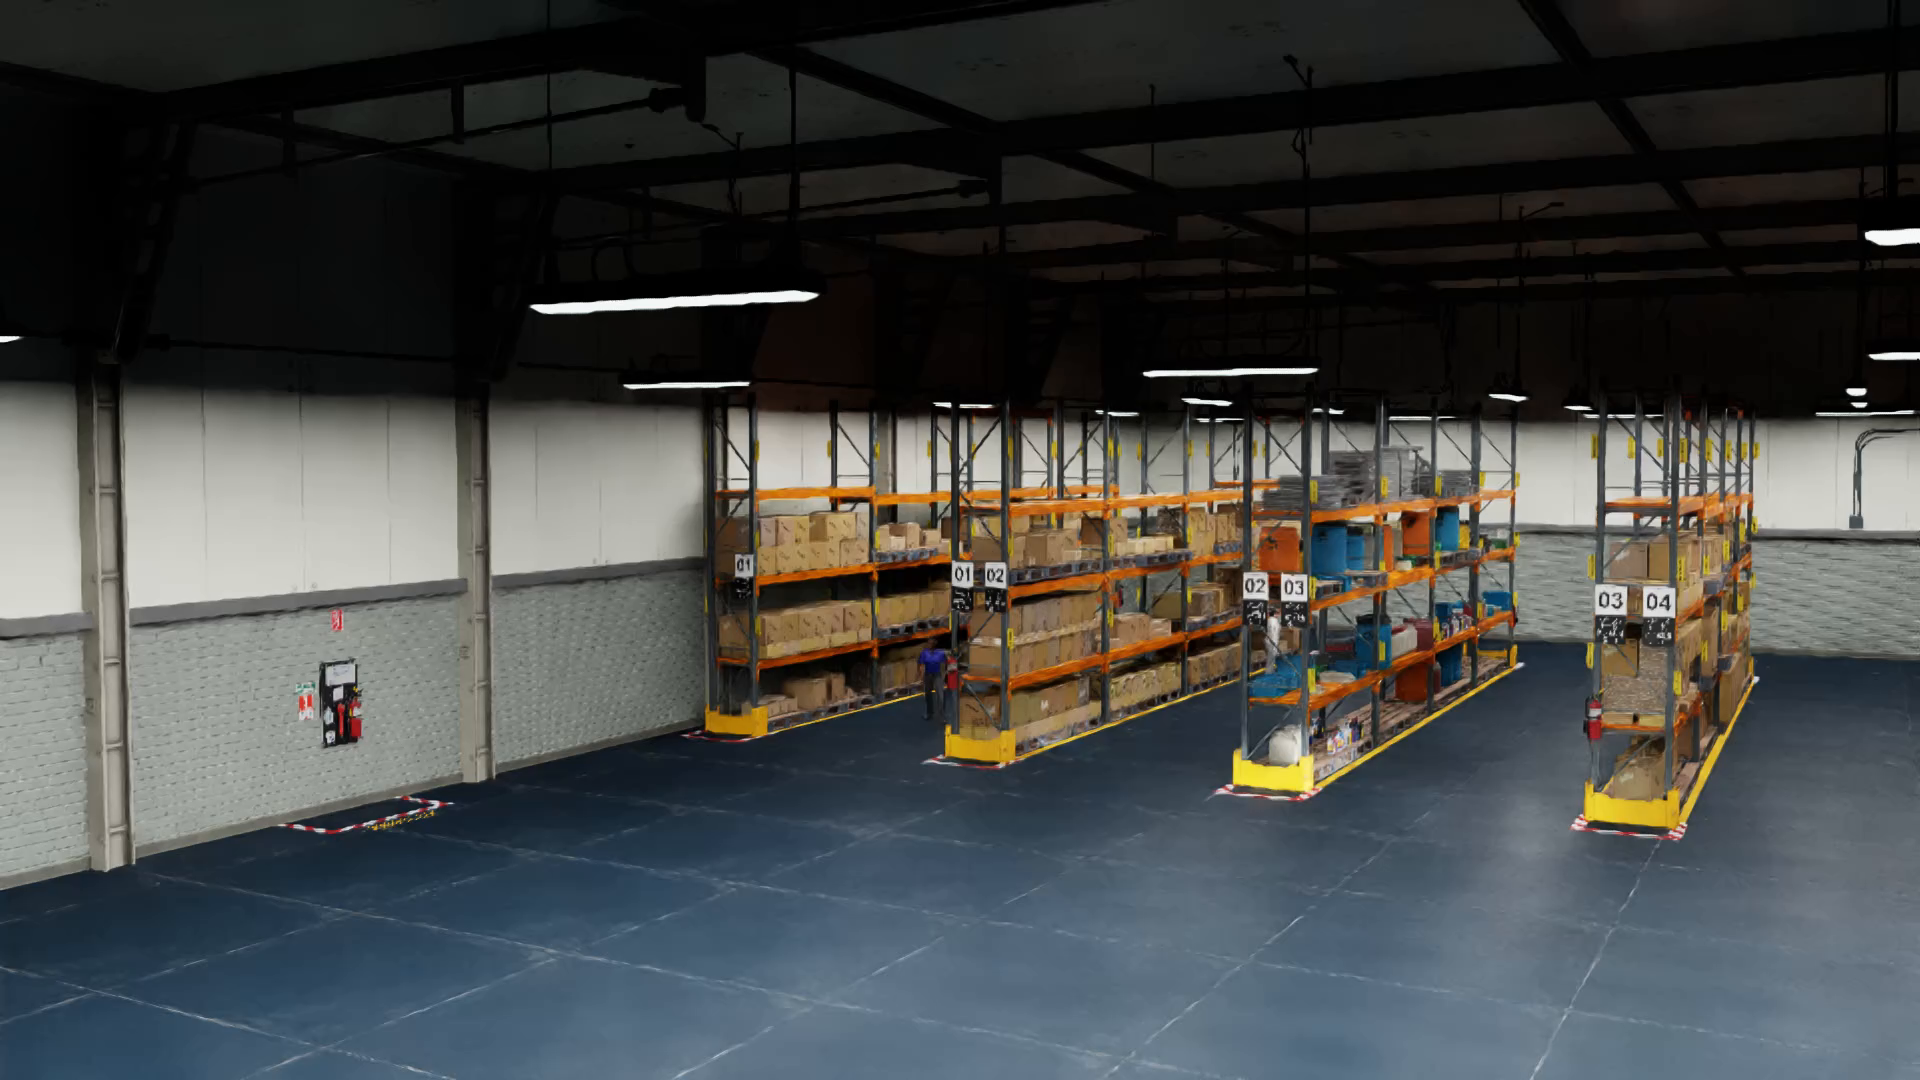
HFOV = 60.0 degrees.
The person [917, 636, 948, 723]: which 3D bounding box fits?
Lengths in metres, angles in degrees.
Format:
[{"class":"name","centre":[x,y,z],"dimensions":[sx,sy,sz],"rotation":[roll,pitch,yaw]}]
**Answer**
[{"class":"person","centre":[-0.460,2.542,30.645],"dimensions":[0.621,1.588,0.828],"rotation":[1,3,12]}]

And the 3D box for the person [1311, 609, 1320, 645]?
[{"class":"person","centre":[8.915,1.893,41.908],"dimensions":[0.685,1.672,0.548],"rotation":[-1,3,-26]}]

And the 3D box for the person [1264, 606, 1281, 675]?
[{"class":"person","centre":[6.687,2.236,35.405],"dimensions":[0.431,1.684,0.553],"rotation":[0,3,-1]}]
